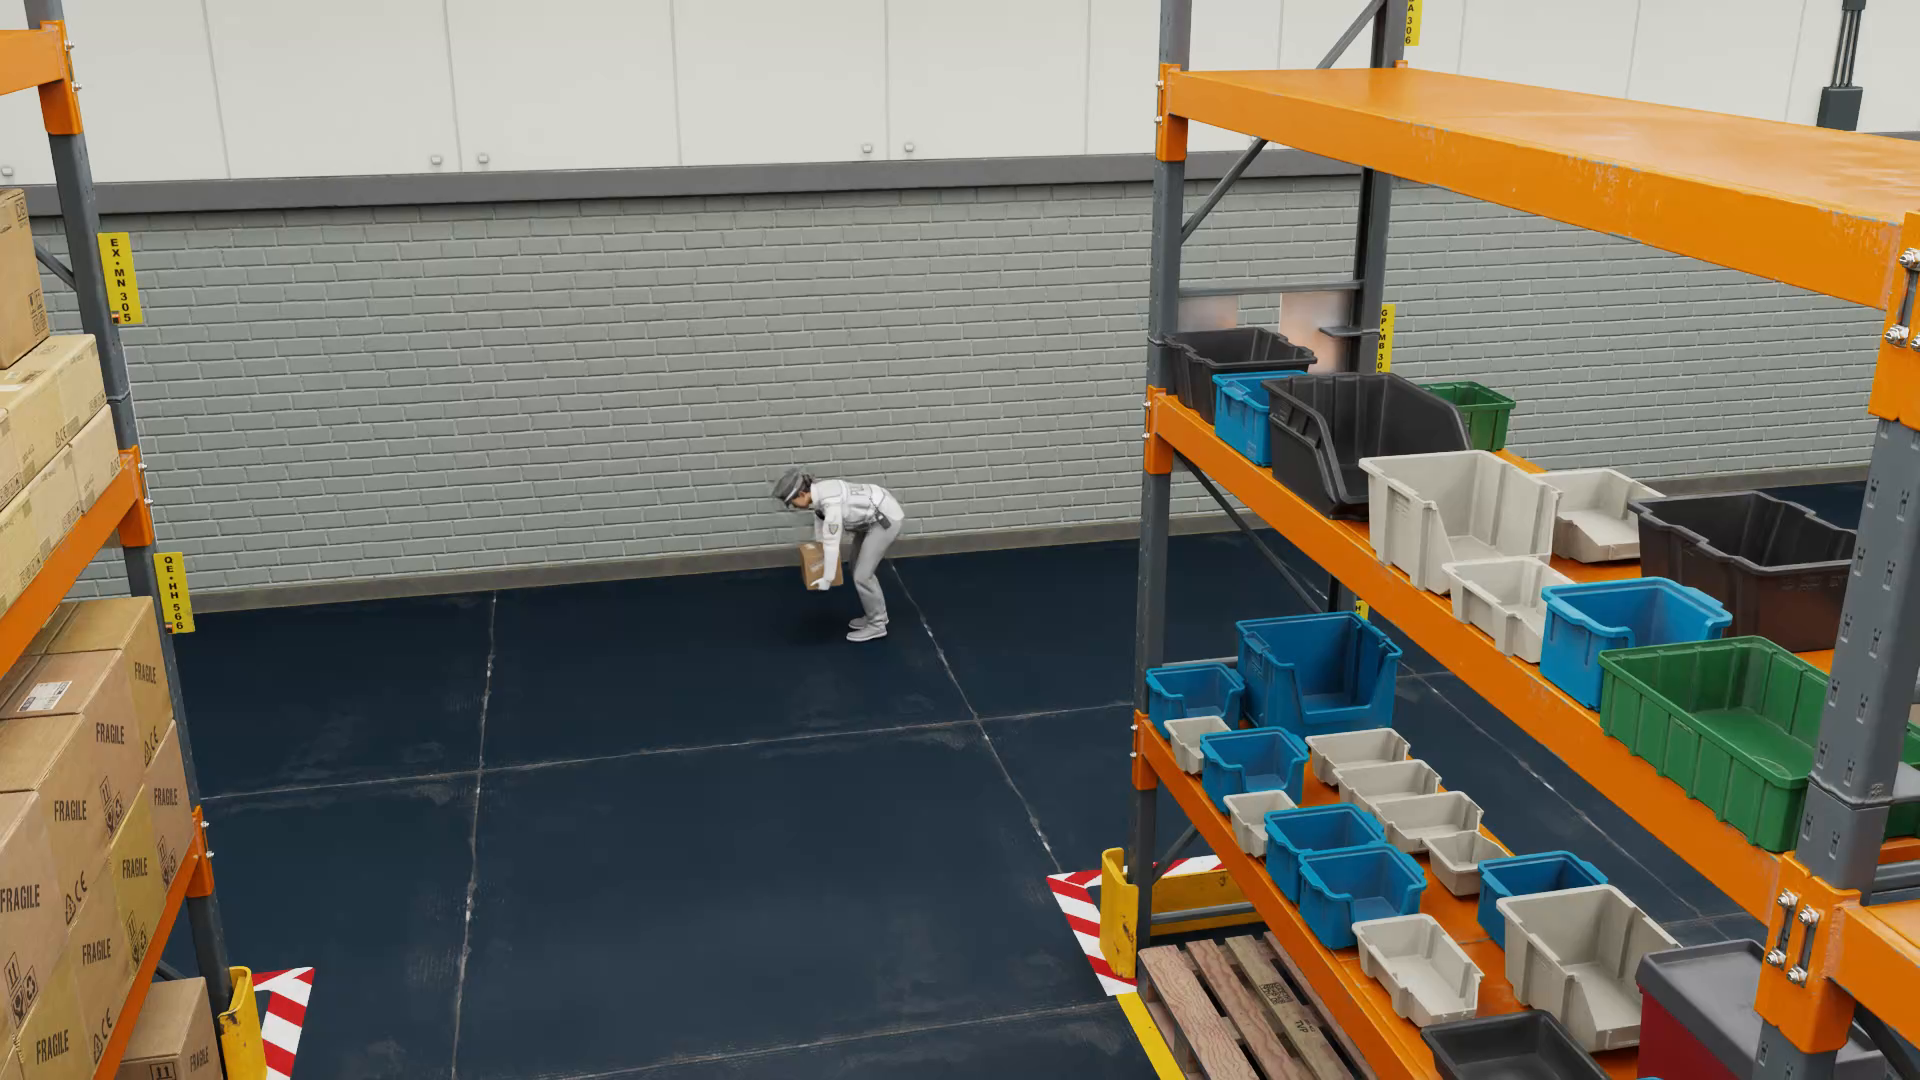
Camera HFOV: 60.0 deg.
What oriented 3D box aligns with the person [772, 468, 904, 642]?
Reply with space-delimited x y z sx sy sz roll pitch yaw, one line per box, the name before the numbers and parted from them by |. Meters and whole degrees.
person | -0.834 0.085 11.454 0.905 1.251 0.408 -5 20 -14
